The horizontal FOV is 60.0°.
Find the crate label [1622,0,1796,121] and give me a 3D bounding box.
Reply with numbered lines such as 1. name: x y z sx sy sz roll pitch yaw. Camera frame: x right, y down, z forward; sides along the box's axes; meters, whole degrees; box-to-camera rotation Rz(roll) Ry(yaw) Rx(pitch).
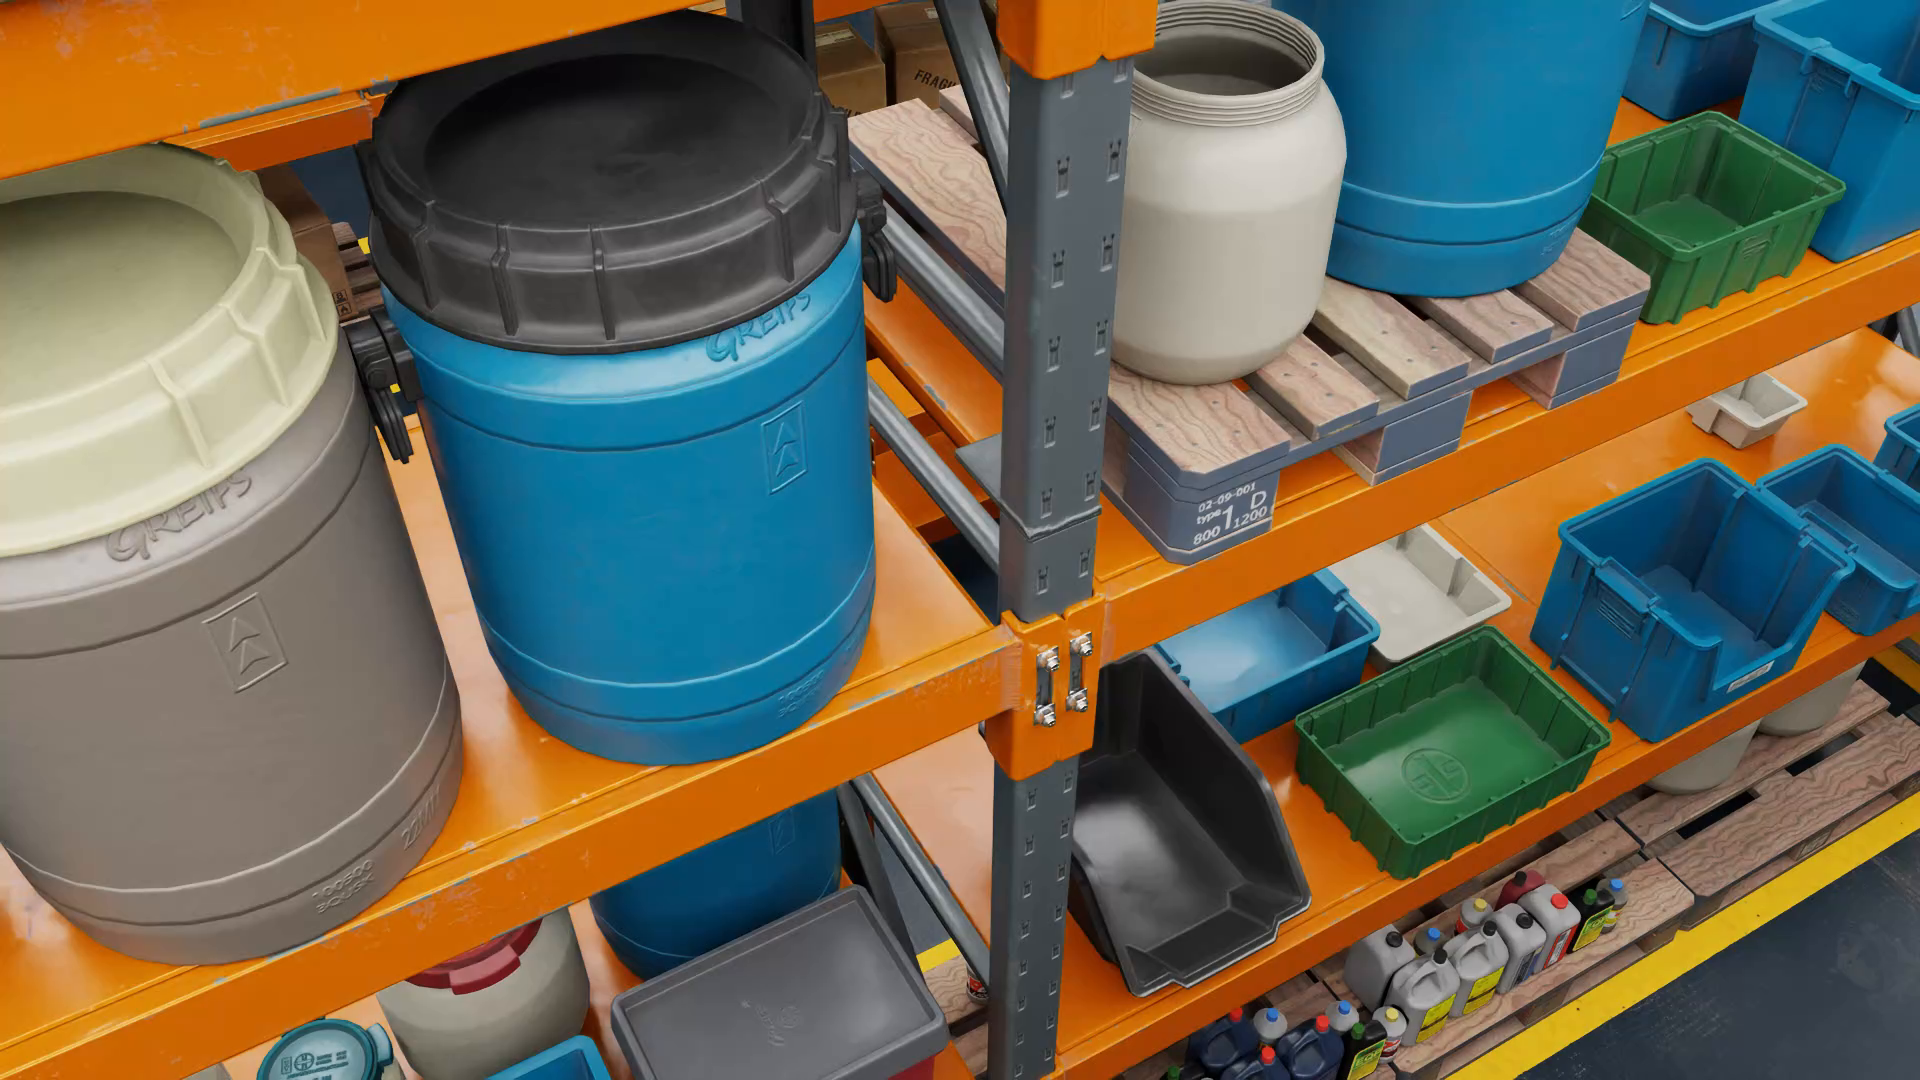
1. crate label: 1.589 -1.203 3.789 0.408 0.251 0.502 -22 48 -21

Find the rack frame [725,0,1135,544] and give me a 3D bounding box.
1. rack frame: -0.092 -1.395 1.726 0.127 3.000 1.000 -22 48 -21

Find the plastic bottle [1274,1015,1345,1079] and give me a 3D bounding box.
1. plastic bottle: 0.978 1.456 4.682 0.185 0.351 0.144 -24 49 -23

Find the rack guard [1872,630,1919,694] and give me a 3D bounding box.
1. rack guard: 3.334 0.322 6.059 0.348 0.500 1.175 -22 48 -21

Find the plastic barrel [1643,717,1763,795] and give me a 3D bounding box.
1. plastic barrel: 2.409 0.561 5.503 0.421 0.512 0.421 0 44 0

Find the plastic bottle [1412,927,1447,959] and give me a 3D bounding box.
1. plastic bottle: 1.410 1.239 5.012 0.097 0.201 0.097 0 44 0

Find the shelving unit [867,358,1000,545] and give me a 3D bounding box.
1. shelving unit: -0.006 -0.401 6.356 1.048 1.125 0.538 -22 48 -21

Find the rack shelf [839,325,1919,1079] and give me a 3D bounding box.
1. rack shelf: 1.642 0.322 4.781 4.000 0.370 1.077 -22 48 -21

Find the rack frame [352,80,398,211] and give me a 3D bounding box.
1. rack frame: -2.560 -2.233 6.897 0.127 3.000 1.000 -22 48 -21

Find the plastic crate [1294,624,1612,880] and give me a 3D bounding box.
1. plastic crate: 1.225 0.533 4.199 0.662 0.188 0.450 -22 48 -21

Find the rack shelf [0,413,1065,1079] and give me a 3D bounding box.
1. rack shelf: -1.826 0.634 2.306 4.000 0.370 1.077 -22 48 -21

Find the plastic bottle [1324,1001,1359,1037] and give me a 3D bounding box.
1. plastic bottle: 1.087 1.411 4.786 0.097 0.271 0.097 0 44 0

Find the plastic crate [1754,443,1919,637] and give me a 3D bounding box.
1. plastic crate: 2.525 0.000 4.703 0.408 0.251 0.499 -22 48 -21

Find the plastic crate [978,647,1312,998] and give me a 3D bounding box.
1. plastic crate: 0.425 0.675 3.945 0.504 0.338 0.767 -22 48 -21

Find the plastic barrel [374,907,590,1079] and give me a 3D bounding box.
1. plastic barrel: -1.031 0.909 3.562 0.433 0.535 0.433 0 44 0

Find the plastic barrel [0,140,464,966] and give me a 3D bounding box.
1. plastic barrel: -0.992 0.036 2.045 0.600 0.901 0.600 0 44 0

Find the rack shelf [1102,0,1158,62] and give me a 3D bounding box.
1. rack shelf: 1.642 -1.687 2.831 4.000 0.370 1.077 -22 48 -21

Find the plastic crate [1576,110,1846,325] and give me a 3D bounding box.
1. plastic crate: 1.412 -0.626 3.239 0.450 0.188 0.336 -22 48 -21

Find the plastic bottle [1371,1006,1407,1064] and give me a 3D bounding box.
1. plastic bottle: 1.235 1.425 4.821 0.097 0.201 0.097 0 44 0

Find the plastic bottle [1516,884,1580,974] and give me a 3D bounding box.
1. plastic bottle: 1.770 1.162 5.038 0.135 0.276 0.152 -21 48 -21

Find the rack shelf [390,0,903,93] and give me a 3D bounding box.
1. rack shelf: -0.825 -2.669 7.863 4.000 0.370 1.077 -22 48 -21

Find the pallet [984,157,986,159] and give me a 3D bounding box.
1. pallet: 0.121 -2.333 9.003 1.213 0.211 1.003 -22 48 -21

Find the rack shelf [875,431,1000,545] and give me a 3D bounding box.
1. rack shelf: -0.006 -0.226 6.526 1.000 0.278 0.538 -22 48 -21

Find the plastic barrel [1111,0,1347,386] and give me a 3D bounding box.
1. plastic barrel: 0.379 -0.540 2.617 0.421 0.512 0.421 0 44 0

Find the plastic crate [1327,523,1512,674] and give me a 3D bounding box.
1. plastic crate: 1.190 0.136 4.645 0.437 0.136 0.530 -22 48 -21

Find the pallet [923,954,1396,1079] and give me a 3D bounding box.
1. pallet: 0.511 1.551 5.001 1.213 0.211 1.003 -22 48 -21

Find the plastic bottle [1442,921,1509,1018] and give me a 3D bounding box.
1. plastic bottle: 1.508 1.244 4.901 0.185 0.351 0.144 -20 48 -19

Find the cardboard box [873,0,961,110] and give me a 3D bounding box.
1. cardboard box: -0.142 -2.440 8.604 0.500 0.500 0.500 -10 45 -10

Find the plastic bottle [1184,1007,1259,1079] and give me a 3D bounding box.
1. plastic bottle: 0.743 1.434 4.705 0.185 0.351 0.144 -22 48 -21

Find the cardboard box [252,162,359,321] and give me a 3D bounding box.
1. cardboard box: -3.103 -1.294 7.408 0.500 0.500 0.700 -25 50 -24

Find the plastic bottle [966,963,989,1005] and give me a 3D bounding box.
1. plastic bottle: 0.067 1.290 4.960 0.097 0.201 0.097 0 44 0

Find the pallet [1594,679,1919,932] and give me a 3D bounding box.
1. pallet: 2.627 0.704 5.873 1.213 0.211 1.003 -22 48 -21

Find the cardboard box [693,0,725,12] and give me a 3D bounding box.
1. cardboard box: -1.152 -2.484 7.336 0.250 0.149 0.380 -22 48 -21

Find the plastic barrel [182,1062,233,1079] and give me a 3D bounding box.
1. plastic barrel: -1.667 1.163 3.300 0.433 0.535 0.433 0 44 0

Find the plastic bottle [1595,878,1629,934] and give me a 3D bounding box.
1. plastic bottle: 2.002 1.118 5.137 0.097 0.201 0.097 0 44 0

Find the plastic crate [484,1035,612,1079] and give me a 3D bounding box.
1. plastic crate: -0.894 1.334 3.233 0.575 0.384 0.392 -22 48 -21

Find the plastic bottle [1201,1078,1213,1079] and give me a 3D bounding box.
1. plastic bottle: 0.669 1.603 4.584 0.135 0.276 0.152 -20 48 -20
